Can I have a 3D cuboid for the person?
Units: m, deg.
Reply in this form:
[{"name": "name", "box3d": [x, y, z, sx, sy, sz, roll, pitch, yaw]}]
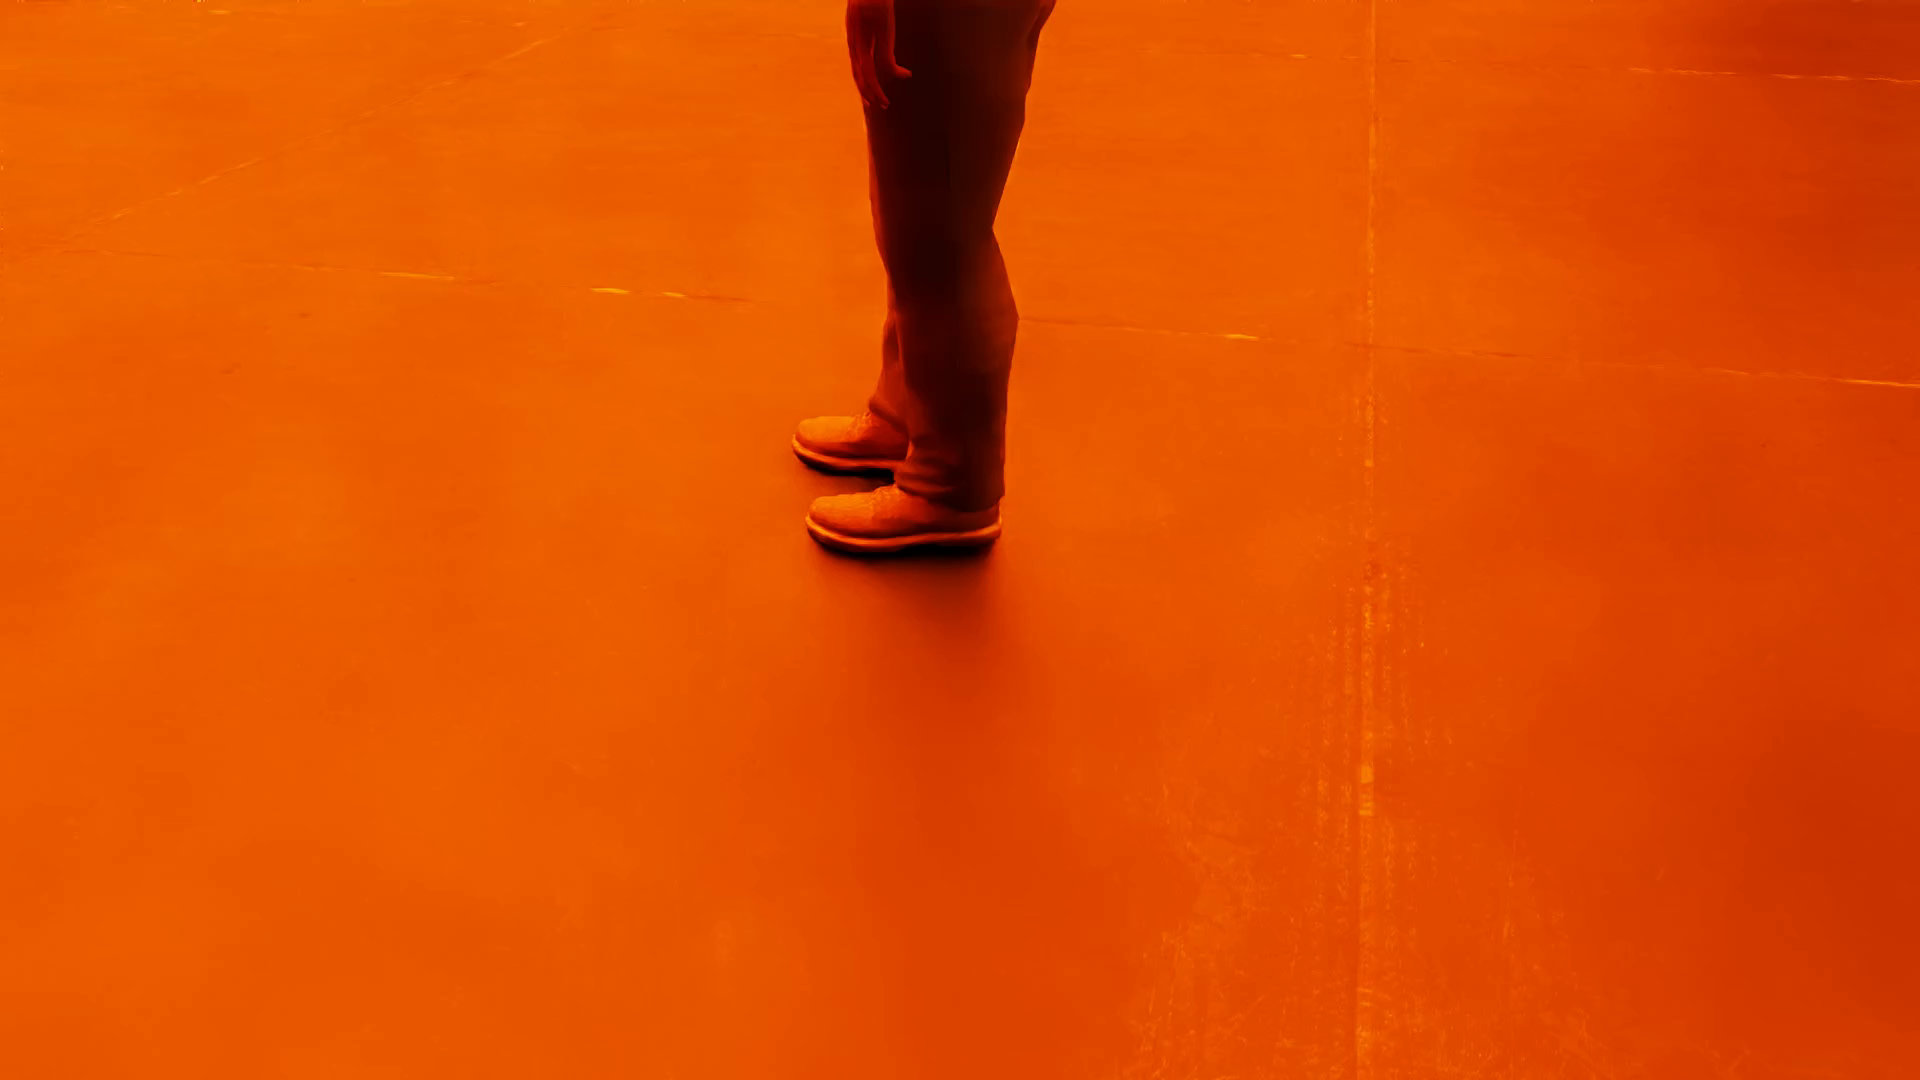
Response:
[{"name": "person", "box3d": [-0.081, -0.762, 2.158, 0.503, 1.654, 0.570, 6, 27, 11]}]
